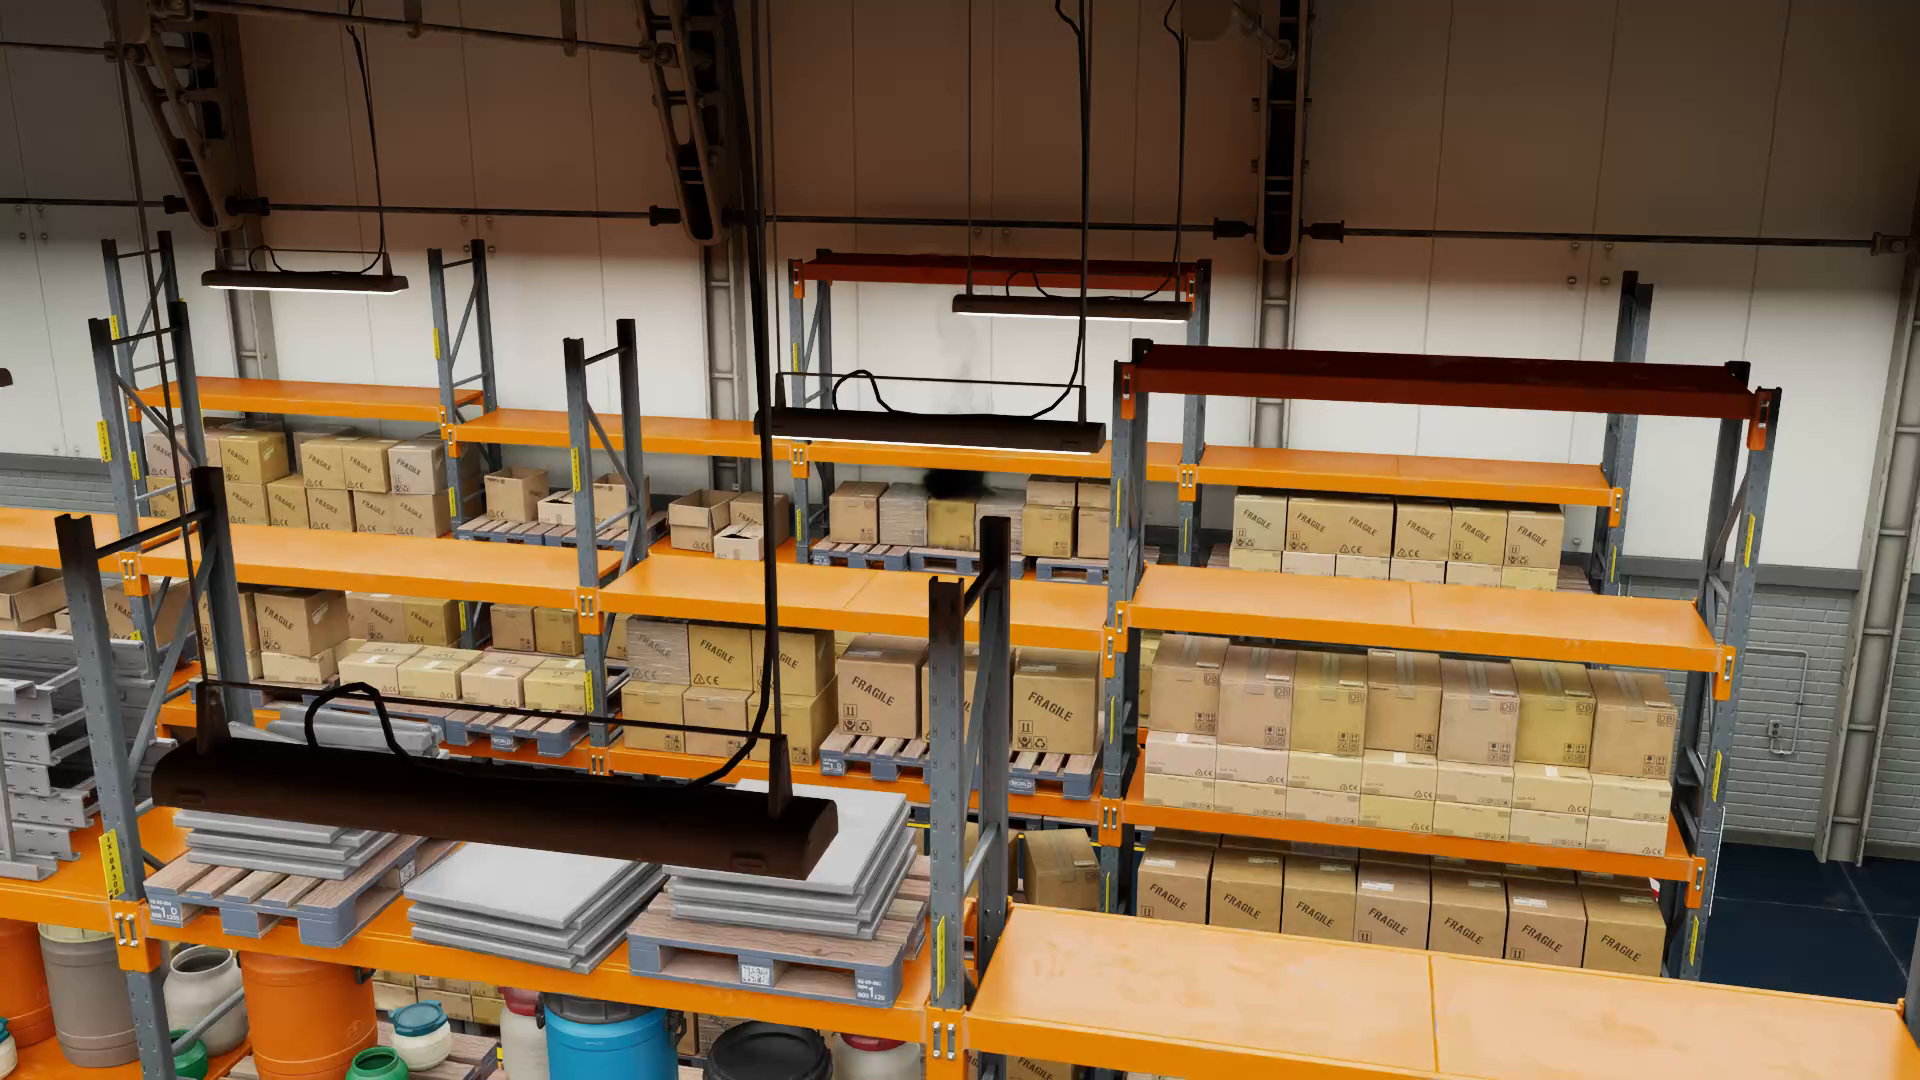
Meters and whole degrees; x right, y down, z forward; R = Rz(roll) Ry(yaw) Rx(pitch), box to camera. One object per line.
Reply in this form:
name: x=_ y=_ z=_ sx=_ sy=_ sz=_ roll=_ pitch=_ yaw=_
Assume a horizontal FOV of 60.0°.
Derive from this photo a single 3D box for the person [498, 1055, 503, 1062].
person: x=-2.996 y=4.167 z=11.211 sx=0.868 sy=1.586 sz=0.537 roll=4 pitch=17 yaw=13
